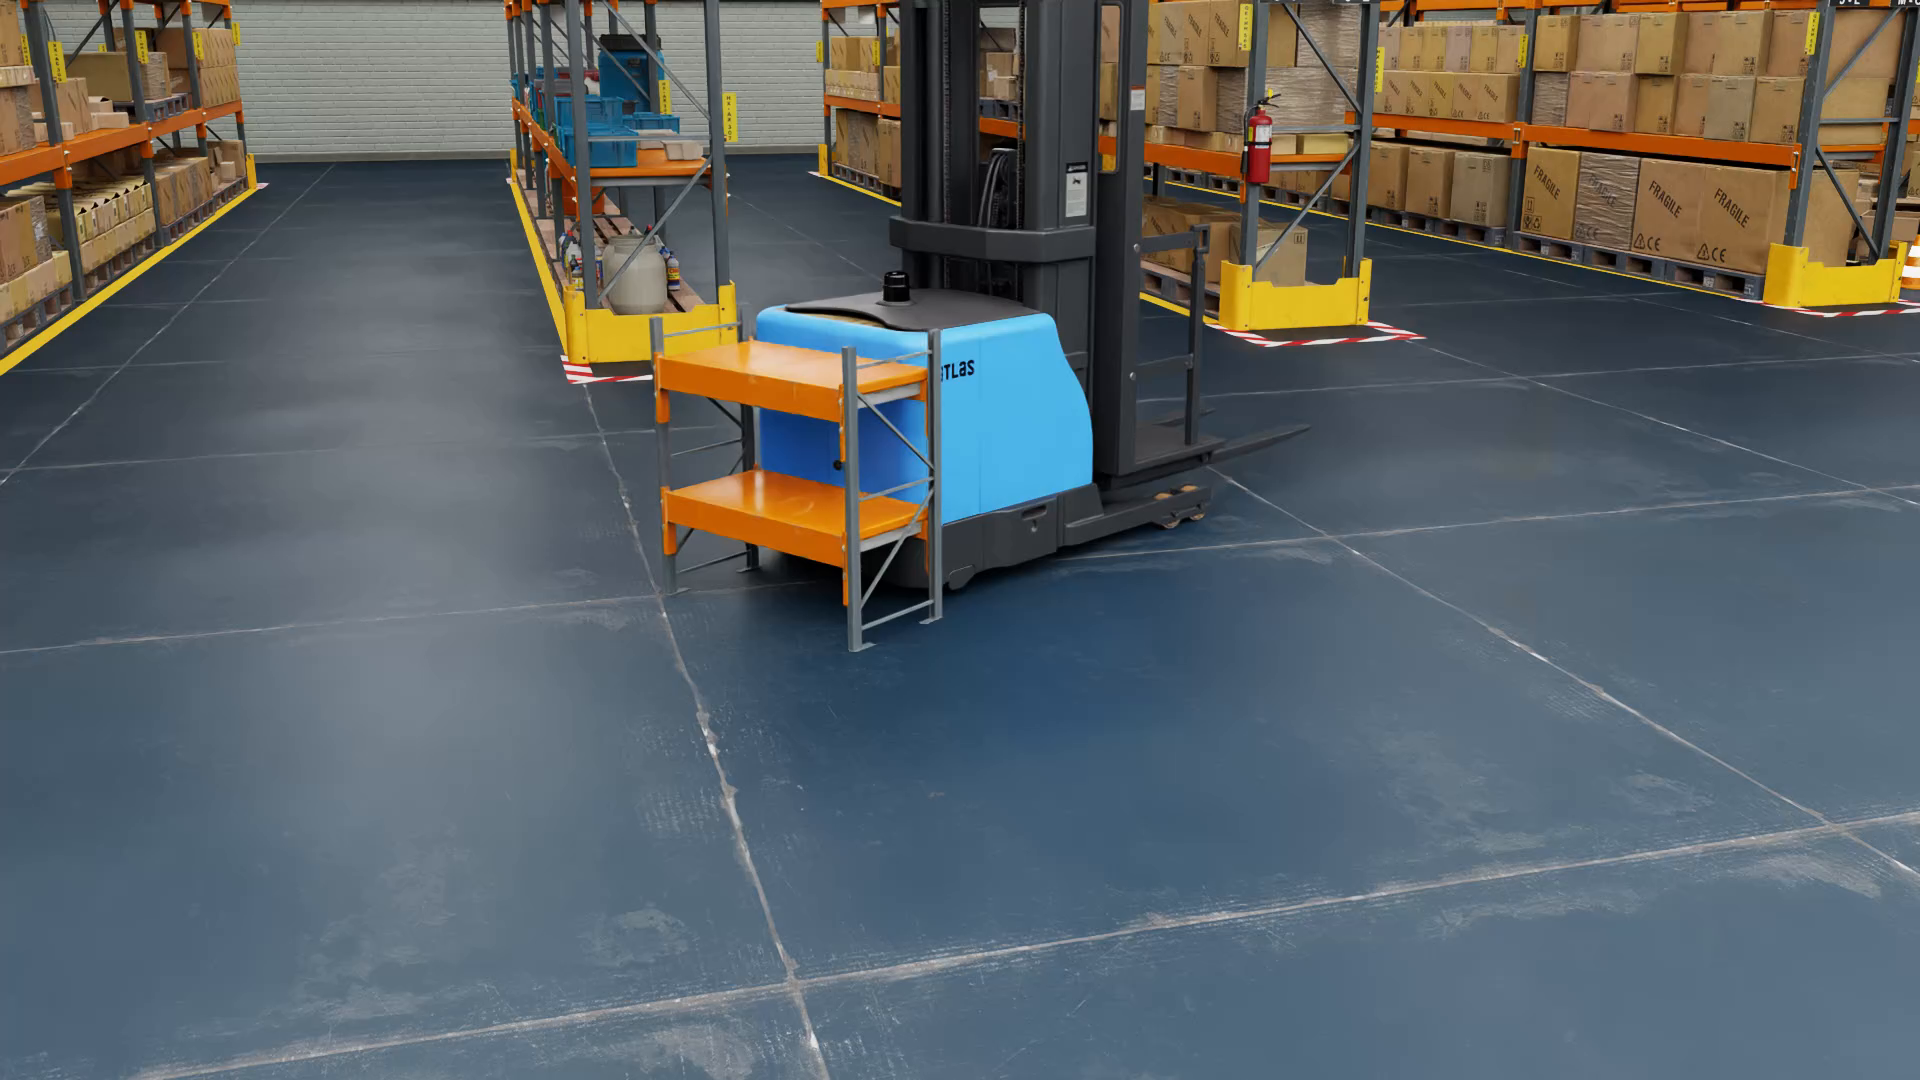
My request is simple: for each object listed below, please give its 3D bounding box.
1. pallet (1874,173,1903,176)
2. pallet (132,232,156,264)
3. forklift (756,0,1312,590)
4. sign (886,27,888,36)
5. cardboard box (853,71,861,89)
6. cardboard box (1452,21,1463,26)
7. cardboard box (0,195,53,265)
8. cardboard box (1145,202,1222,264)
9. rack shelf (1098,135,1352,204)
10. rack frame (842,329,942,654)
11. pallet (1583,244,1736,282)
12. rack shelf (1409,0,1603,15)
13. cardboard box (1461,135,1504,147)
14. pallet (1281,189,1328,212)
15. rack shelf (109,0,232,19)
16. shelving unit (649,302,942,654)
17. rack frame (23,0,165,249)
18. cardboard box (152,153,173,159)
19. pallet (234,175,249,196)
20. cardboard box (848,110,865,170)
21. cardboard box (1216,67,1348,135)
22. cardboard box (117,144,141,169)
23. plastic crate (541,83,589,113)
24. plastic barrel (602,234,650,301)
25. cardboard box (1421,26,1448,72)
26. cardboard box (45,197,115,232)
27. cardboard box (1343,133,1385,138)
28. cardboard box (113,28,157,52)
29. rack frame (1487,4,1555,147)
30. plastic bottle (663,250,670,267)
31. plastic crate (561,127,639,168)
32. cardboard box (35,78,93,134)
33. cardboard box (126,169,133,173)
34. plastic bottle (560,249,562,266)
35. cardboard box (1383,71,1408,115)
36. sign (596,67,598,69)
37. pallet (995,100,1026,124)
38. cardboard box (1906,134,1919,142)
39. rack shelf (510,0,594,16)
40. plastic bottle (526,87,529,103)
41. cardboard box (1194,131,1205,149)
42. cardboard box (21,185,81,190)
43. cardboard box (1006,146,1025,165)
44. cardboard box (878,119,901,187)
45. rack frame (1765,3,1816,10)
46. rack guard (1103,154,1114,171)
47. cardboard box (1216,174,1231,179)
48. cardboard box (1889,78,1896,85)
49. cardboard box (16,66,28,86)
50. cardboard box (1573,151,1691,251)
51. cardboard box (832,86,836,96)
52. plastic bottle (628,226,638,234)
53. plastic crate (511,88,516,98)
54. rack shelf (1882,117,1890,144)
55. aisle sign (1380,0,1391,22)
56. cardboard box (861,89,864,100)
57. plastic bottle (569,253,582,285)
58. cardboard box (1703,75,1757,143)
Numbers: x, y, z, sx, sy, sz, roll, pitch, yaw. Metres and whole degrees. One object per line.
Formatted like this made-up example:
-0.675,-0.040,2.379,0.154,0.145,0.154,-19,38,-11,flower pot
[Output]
14.582,-5.382,25.003,1.003,0.211,1.213,-5,17,-15,pallet
-8.886,-2.983,17.015,1.003,0.211,1.213,-5,17,-15,pallet
0.530,-1.546,7.504,3.031,2.935,1.130,-16,23,-43,forklift
-1.222,-8.251,27.283,0.100,0.325,0.005,-5,17,-15,sign
-1.307,-6.894,24.932,0.500,0.250,0.500,-4,17,-14,cardboard box
8.272,-8.405,27.179,0.380,0.149,0.250,-5,17,-16,cardboard box
-7.512,-2.436,13.093,0.500,0.500,0.500,-5,17,-15,cardboard box
2.032,-2.792,15.147,0.500,0.500,0.500,-6,18,-20,cardboard box
2.100,-3.327,14.565,1.077,0.370,4.000,-5,17,-15,rack shelf
-0.240,-0.182,6.102,0.032,1.125,0.500,13,21,38,rack frame
6.820,-2.699,16.070,1.003,0.211,1.213,-5,17,-15,pallet
5.797,-6.234,19.029,1.077,0.370,4.000,-5,17,-15,rack shelf
8.811,-6.377,27.193,0.875,0.438,0.875,-5,17,-16,cardboard box
5.034,-4.576,22.320,1.003,0.211,1.213,-5,17,-15,pallet
-10.724,-7.301,22.580,1.077,0.370,4.000,-5,17,-15,rack shelf
-0.632,-0.275,6.412,1.048,1.125,0.538,13,21,38,shelving unit
-9.075,-4.549,17.383,1.000,3.000,0.127,-5,17,-15,rack frame
-10.604,-4.804,21.812,0.500,0.500,0.500,-5,17,-15,cardboard box
-11.033,-5.185,24.347,1.003,0.211,1.213,-5,17,-15,pallet
-1.245,-6.305,26.192,0.875,0.875,0.875,-5,17,-15,cardboard box
2.525,-3.463,13.076,0.875,0.500,0.500,-5,17,-15,cardboard box
-9.862,-4.460,19.362,0.500,0.250,0.500,-5,17,-16,cardboard box
-3.639,-3.974,15.356,0.402,0.464,0.583,-5,17,-15,plastic crate
-2.505,-2.051,12.661,0.421,0.512,0.421,0,17,0,plastic barrel
5.786,-5.674,19.217,0.700,0.500,0.500,-5,17,-16,cardboard box
-8.126,-3.011,15.338,0.500,0.311,0.500,-5,18,-17,cardboard box
5.291,-5.268,22.089,0.500,0.250,0.500,-6,18,-18,cardboard box
-10.562,-6.302,21.305,0.500,0.500,0.500,-5,17,-15,cardboard box
8.880,-7.221,26.278,1.000,3.000,0.127,-5,17,-15,rack frame
-2.406,-2.252,13.712,0.097,0.271,0.097,0,17,0,plastic bottle
-2.538,-2.770,11.720,0.499,0.251,0.616,-5,17,-15,plastic crate
-8.598,-4.134,15.827,0.500,0.500,0.500,-6,18,-18,cardboard box
-9.700,-3.946,18.955,0.500,0.500,0.500,-5,18,-17,cardboard box
-3.490,-2.525,14.743,0.097,0.201,0.097,0,17,0,plastic bottle
5.392,-5.318,19.768,0.500,0.500,0.500,-5,17,-15,cardboard box
-4.881,-6.222,22.469,0.100,0.325,0.005,-5,17,-15,sign
1.034,-4.695,18.202,1.003,0.211,1.213,-5,17,-15,pallet
14.267,-6.013,24.742,0.380,0.149,0.250,-6,18,-18,cardboard box
-4.861,-6.585,20.196,1.077,0.370,4.000,-5,17,-15,rack shelf
-5.476,-5.609,21.115,0.061,0.283,0.133,-5,17,-15,plastic bottle
2.132,-3.265,13.545,0.380,0.149,0.250,-5,17,-15,cardboard box
-9.061,-3.389,16.596,0.500,0.311,0.500,-5,17,-17,cardboard box
0.819,-4.375,19.080,0.500,0.250,0.500,-3,17,-9,cardboard box
-0.453,-5.446,23.331,1.225,0.875,0.875,-5,17,-15,cardboard box
13.652,-7.615,27.588,1.000,3.000,0.127,-5,17,-15,rack frame
3.070,-6.690,28.855,1.175,0.500,0.348,-5,17,-15,rack guard
4.096,-5.581,24.431,0.500,0.500,0.500,-4,17,-13,cardboard box
10.731,-5.509,19.159,0.500,0.500,0.500,-5,17,-16,cardboard box
-7.629,-3.674,13.169,0.380,0.149,0.250,-5,17,-16,cardboard box
6.704,-3.344,16.334,0.875,0.875,0.875,-5,17,-15,cardboard box
-1.825,-7.158,26.504,0.380,0.149,0.250,-5,17,-17,cardboard box
-2.897,-2.609,14.762,0.144,0.351,0.185,-5,17,-15,plastic bottle
-6.564,-6.678,24.823,0.250,0.136,0.298,-5,17,-15,plastic crate
10.529,-5.217,20.856,1.077,0.370,4.000,-5,17,-15,rack shelf
7.482,-9.570,29.577,0.394,0.787,0.004,-5,17,-15,aisle sign
-1.259,-6.589,24.611,0.380,0.149,0.250,-4,17,-14,cardboard box
-3.082,-2.178,13.460,0.152,0.276,0.135,-5,17,-15,plastic bottle
7.129,-3.804,14.641,0.875,0.550,0.550,-5,17,-15,cardboard box
